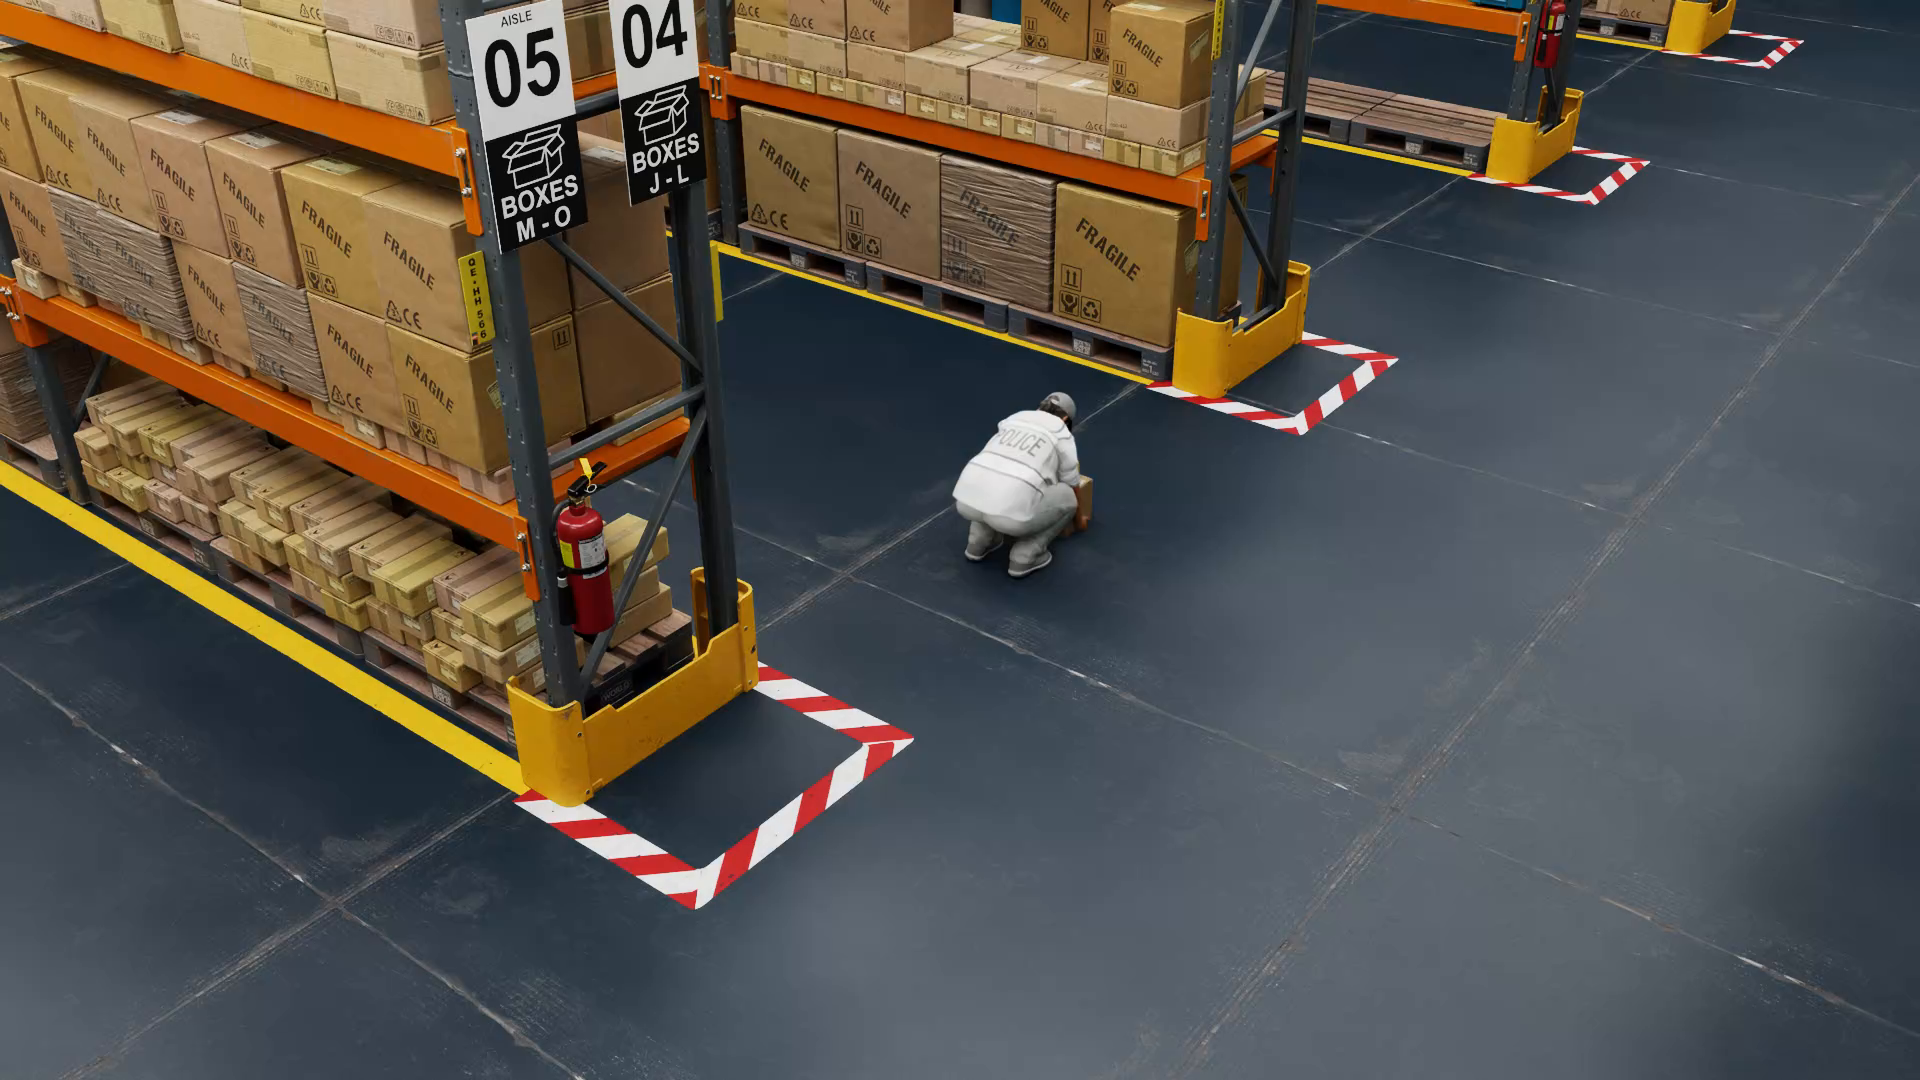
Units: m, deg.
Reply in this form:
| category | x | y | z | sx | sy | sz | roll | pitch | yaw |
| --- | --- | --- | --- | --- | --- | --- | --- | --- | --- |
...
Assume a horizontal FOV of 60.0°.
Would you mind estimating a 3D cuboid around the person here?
| category | x | y | z | sx | sy | sz | roll | pitch | yaw |
| --- | --- | --- | --- | --- | --- | --- | --- | --- | --- |
| person | 0.331 | -0.257 | 8.517 | 0.523 | 0.806 | 0.906 | 21 | 37 | 31 |
